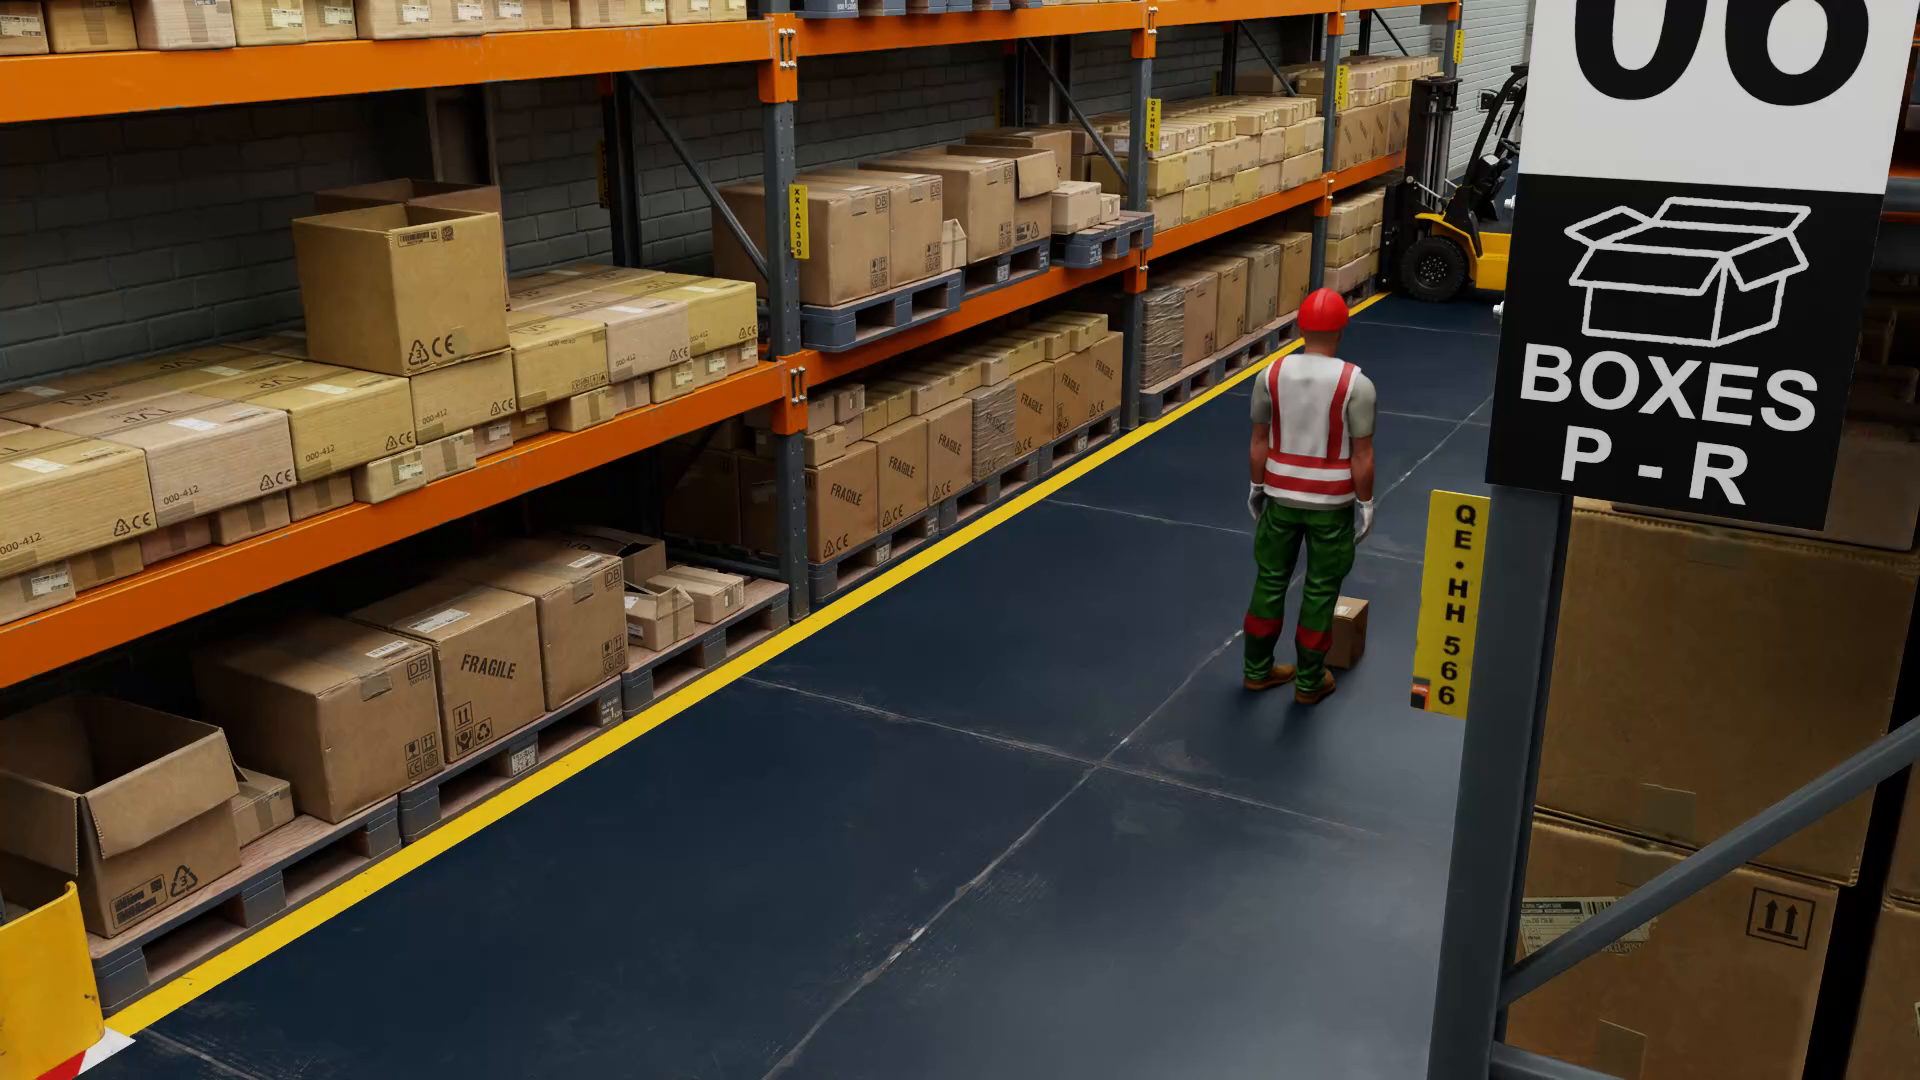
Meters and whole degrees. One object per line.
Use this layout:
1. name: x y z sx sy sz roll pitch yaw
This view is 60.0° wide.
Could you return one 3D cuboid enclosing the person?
1. person: 1.486 -0.177 7.034 0.544 1.795 0.359 10 22 28
